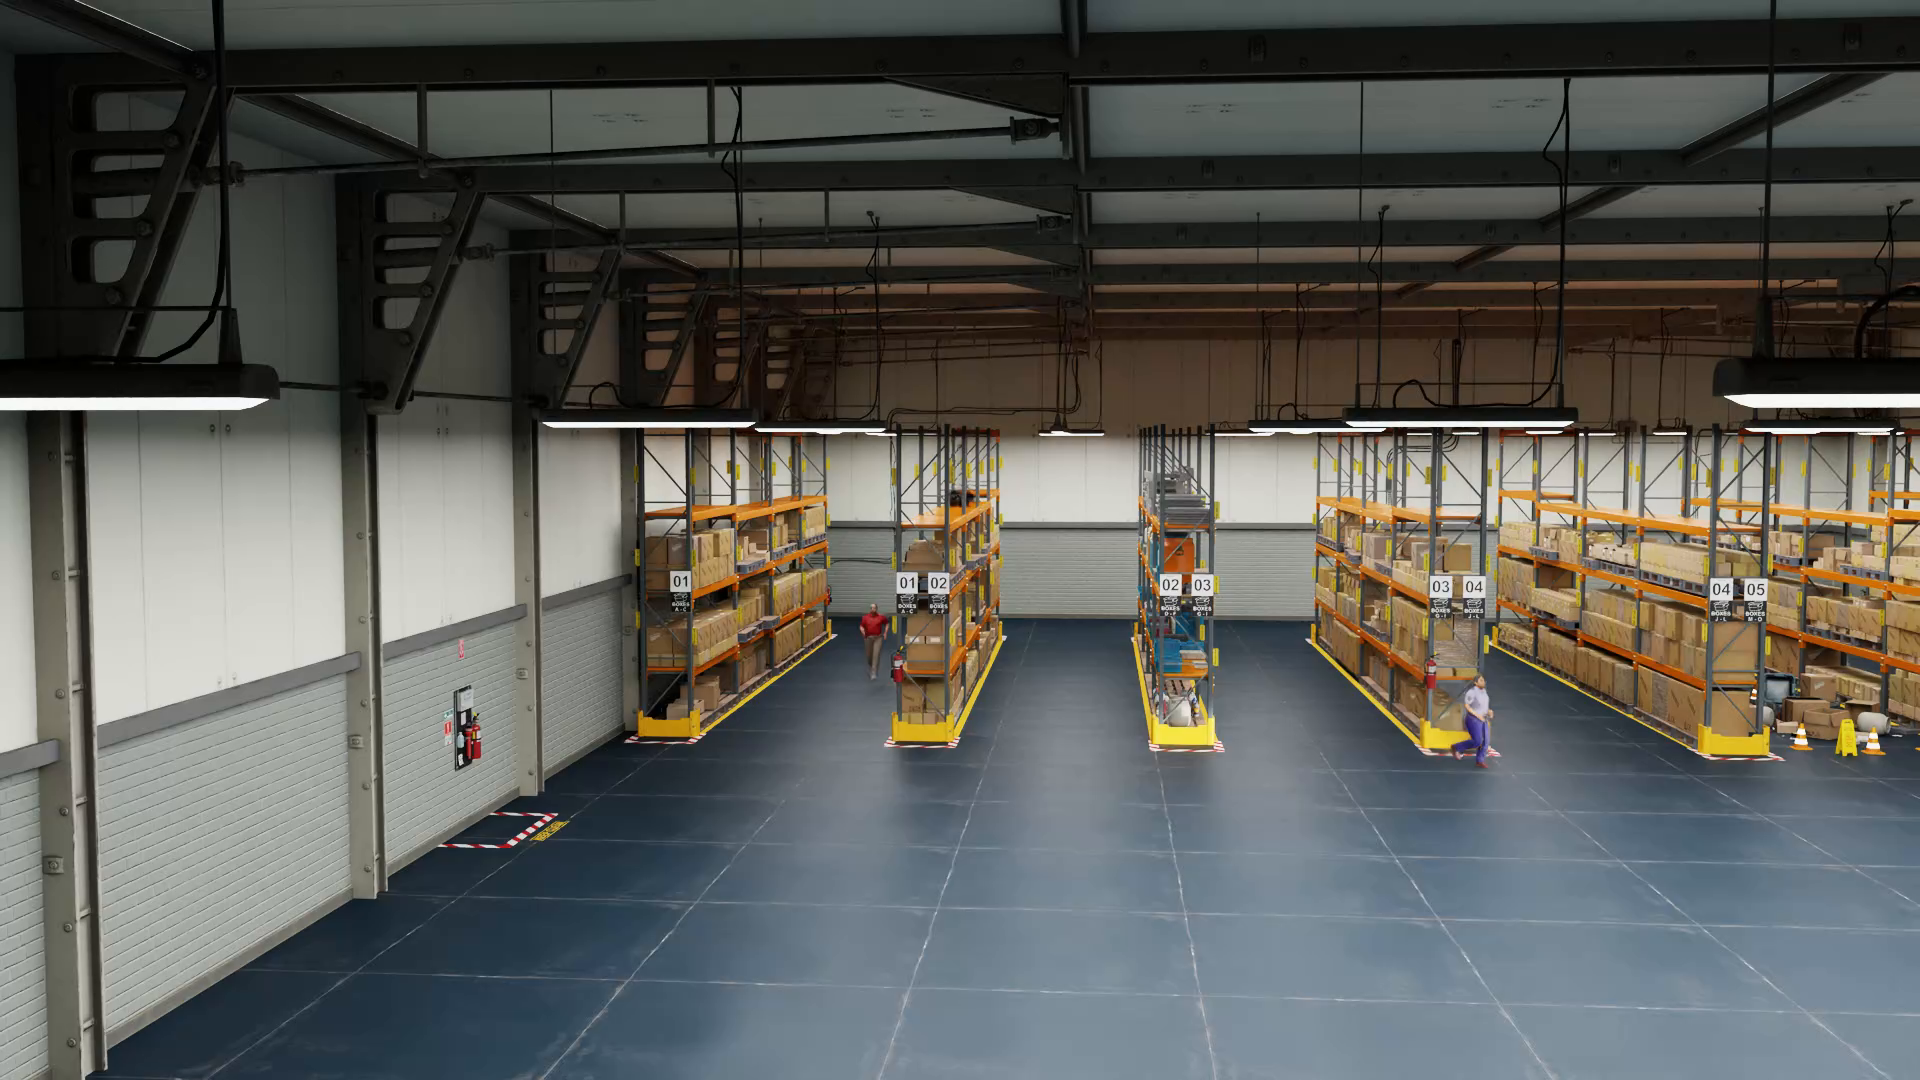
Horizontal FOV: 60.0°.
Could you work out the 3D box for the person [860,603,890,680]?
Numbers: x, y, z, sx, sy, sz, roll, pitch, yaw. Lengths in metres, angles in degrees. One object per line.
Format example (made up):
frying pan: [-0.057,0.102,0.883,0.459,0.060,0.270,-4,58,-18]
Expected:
person: [-1.951,2.296,37.819,0.677,1.700,0.822,0,3,3]

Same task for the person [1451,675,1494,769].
person: [8.998,3.160,29.087,0.609,1.632,0.673,-3,5,-45]
